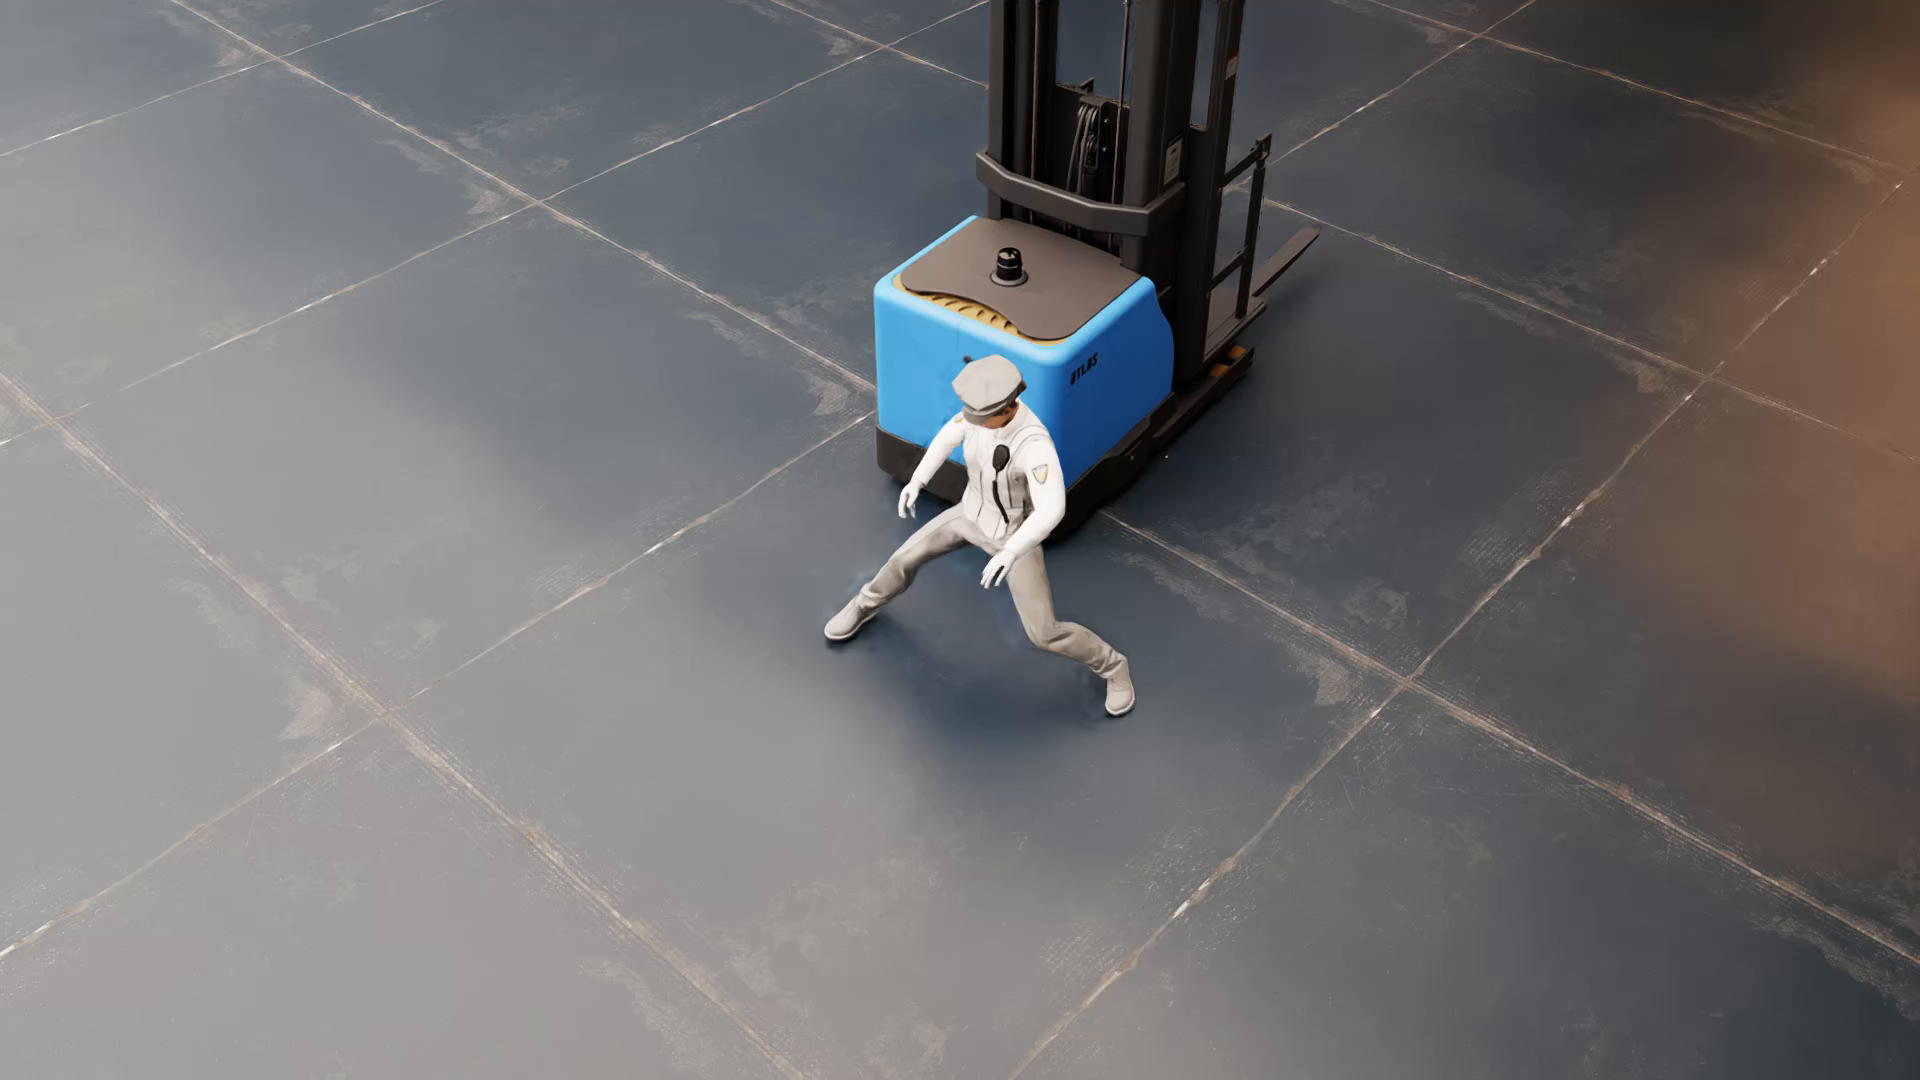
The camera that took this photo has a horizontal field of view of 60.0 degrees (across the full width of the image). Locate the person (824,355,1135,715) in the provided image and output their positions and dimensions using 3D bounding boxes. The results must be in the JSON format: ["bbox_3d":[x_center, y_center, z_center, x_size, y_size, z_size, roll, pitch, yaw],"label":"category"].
[{"bbox_3d":[0.091,-0.025,6.582,0.910,1.481,1.176,-25,47,-27],"label":"person"}]

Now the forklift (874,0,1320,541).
[{"bbox_3d":[0.871,-2.022,7.785,1.130,2.935,3.031,25,47,26],"label":"forklift"}]
